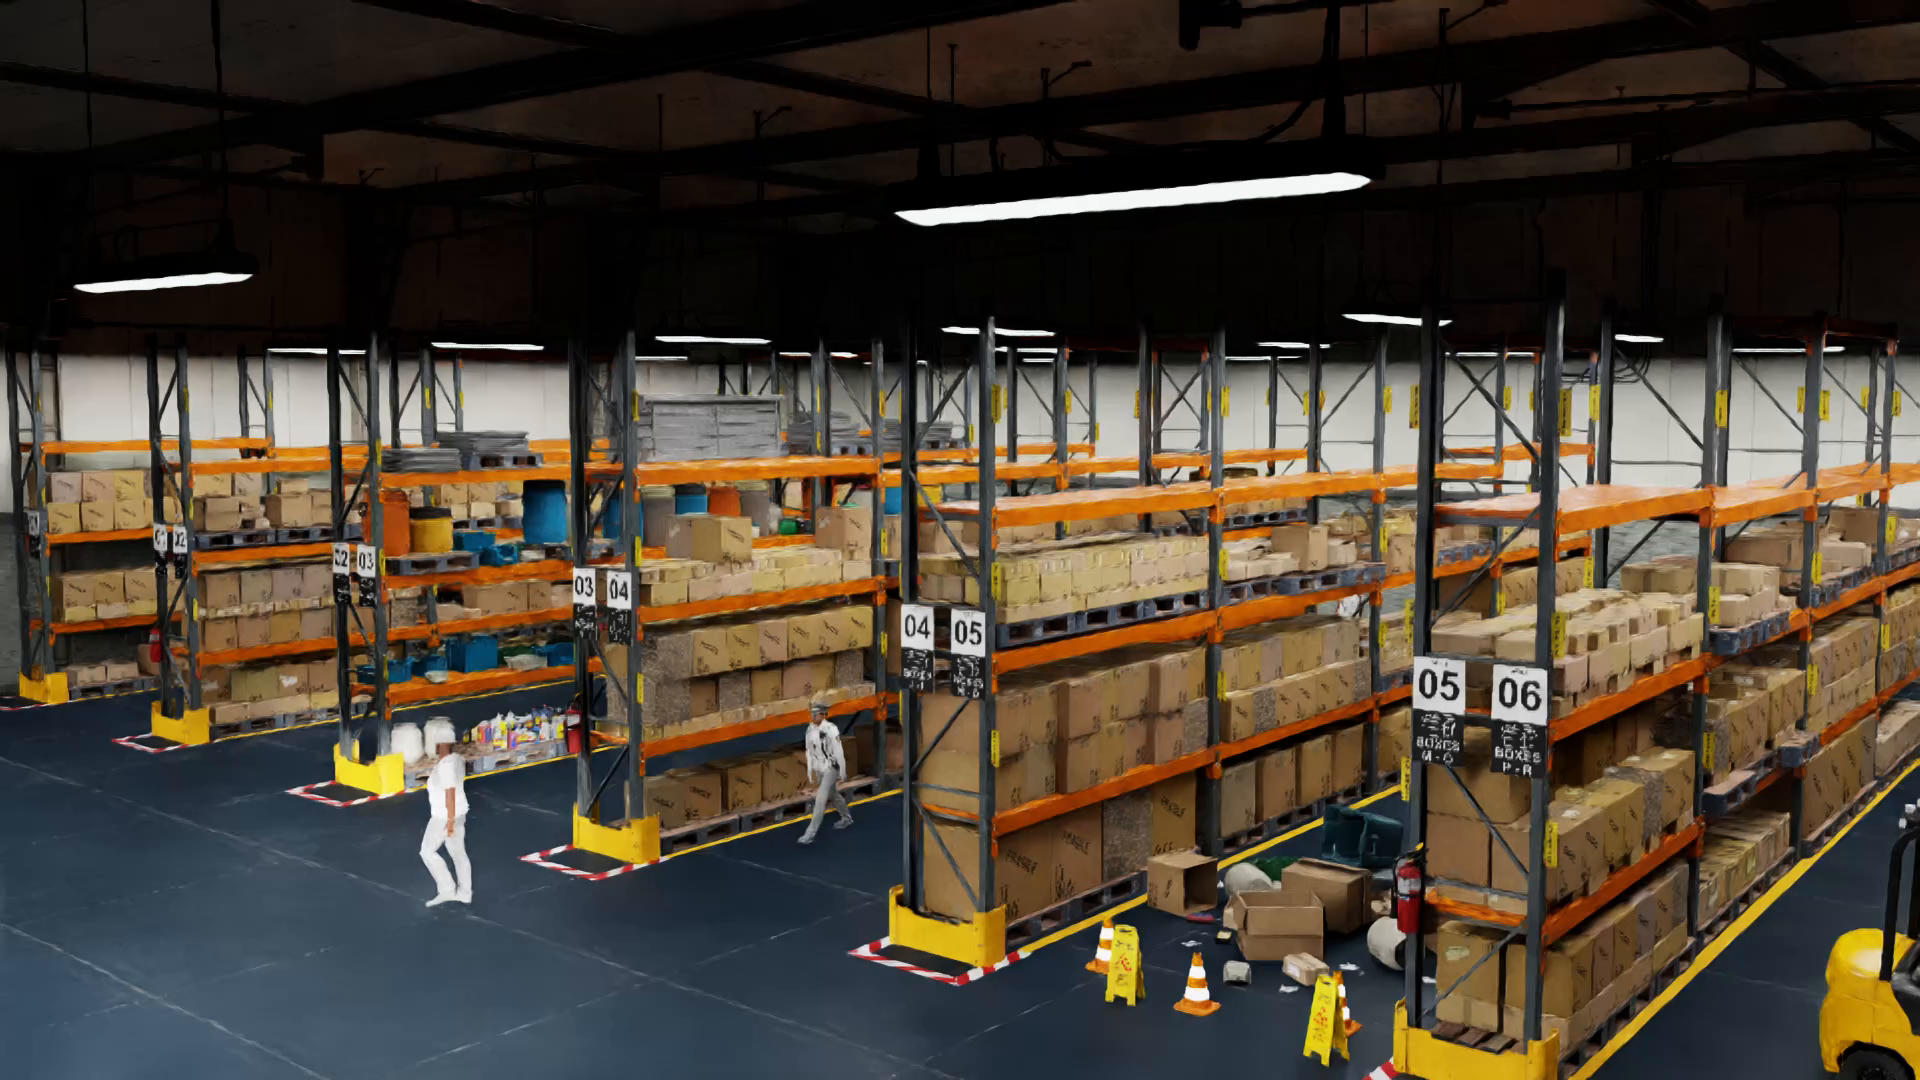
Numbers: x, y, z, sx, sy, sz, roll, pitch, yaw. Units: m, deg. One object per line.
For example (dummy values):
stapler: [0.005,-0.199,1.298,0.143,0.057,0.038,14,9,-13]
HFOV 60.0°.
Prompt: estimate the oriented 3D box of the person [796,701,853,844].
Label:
person: [-1.599,2.625,19.189,0.496,1.583,1.072,4,7,41]

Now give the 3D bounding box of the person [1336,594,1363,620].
person: [7.476,1.467,32.028,0.556,1.653,0.571,0,5,2]

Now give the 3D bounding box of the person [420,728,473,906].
person: [-5.145,2.772,16.760,0.488,1.752,0.660,1,5,6]
